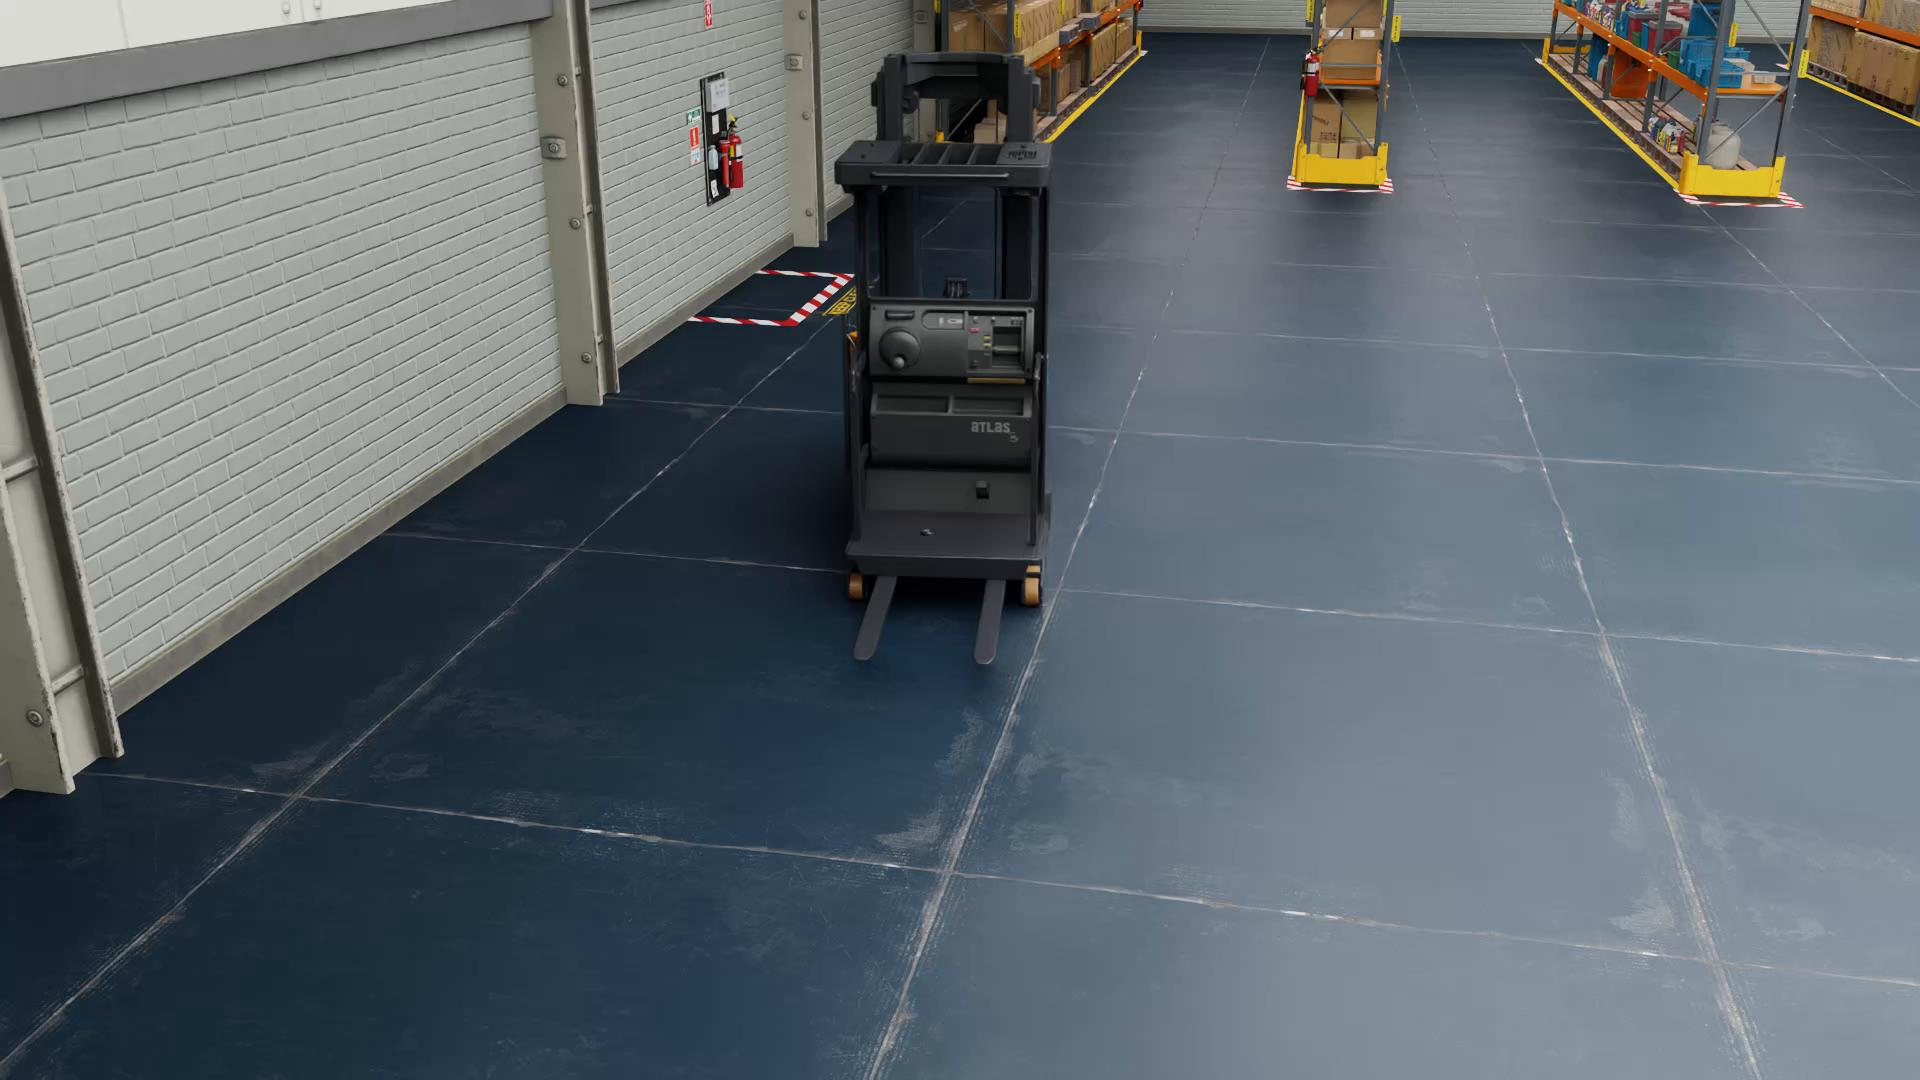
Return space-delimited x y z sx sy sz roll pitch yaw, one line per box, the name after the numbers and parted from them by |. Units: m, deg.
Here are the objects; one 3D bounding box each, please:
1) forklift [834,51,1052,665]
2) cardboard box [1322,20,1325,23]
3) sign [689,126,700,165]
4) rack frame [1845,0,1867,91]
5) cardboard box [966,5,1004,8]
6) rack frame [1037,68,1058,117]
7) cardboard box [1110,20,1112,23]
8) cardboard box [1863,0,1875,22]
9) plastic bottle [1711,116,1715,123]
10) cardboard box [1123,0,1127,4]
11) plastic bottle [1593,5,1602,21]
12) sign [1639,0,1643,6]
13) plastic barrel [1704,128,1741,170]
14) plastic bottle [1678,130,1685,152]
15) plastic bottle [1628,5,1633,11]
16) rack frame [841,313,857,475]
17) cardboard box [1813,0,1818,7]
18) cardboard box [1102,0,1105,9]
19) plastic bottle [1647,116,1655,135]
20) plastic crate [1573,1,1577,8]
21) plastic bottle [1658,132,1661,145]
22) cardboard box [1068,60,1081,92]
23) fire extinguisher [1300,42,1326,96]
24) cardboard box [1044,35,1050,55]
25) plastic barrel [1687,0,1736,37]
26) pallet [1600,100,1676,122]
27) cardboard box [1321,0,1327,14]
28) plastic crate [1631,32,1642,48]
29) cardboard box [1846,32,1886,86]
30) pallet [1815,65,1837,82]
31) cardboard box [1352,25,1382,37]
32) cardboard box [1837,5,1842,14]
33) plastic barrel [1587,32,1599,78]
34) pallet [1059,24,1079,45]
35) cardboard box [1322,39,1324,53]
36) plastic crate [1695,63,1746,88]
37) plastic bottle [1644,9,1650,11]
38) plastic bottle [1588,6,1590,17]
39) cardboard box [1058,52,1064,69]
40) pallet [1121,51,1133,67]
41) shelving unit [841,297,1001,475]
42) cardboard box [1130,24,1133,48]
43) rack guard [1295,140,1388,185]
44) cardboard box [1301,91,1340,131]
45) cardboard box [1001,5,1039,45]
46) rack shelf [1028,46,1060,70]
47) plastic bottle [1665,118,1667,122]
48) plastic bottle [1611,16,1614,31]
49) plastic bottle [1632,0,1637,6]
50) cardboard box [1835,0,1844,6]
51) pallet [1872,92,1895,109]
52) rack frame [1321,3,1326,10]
-0.063 -1.112 9.192 1.130 2.935 3.031 2 22 4 | forklift
5.193 -7.091 22.942 0.380 0.149 0.250 5 23 13 | cardboard box
-2.443 -3.637 15.321 0.001 0.329 0.234 4 22 11 | sign
17.236 -9.844 30.781 1.000 3.000 0.127 4 22 11 | rack frame
0.342 -7.437 23.975 0.500 0.500 0.500 4 22 9 | cardboard box
1.056 -8.051 26.329 1.000 3.000 0.127 4 22 11 | rack frame
3.085 -11.203 36.072 0.380 0.149 0.250 5 22 12 | cardboard box
16.898 -9.741 30.392 0.500 0.500 0.500 5 22 11 | cardboard box
10.867 -5.943 24.053 0.144 0.351 0.185 3 22 8 | plastic bottle
2.970 -11.580 34.689 0.980 0.700 0.700 4 22 10 | cardboard box
11.731 -9.685 30.552 0.152 0.276 0.135 4 22 11 | plastic bottle
12.926 -10.307 31.561 0.100 0.325 0.005 4 22 11 | sign
9.998 -5.120 21.820 0.421 0.512 0.421 0 22 0 | plastic barrel
10.067 -5.564 23.201 0.061 0.283 0.133 4 22 11 | plastic bottle
12.320 -9.678 30.540 0.097 0.271 0.097 0 22 0 | plastic bottle
-0.598 -0.932 11.161 0.500 1.125 0.032 19 29 39 | rack frame
17.554 -10.898 33.734 0.380 0.149 0.250 4 22 10 | cardboard box
2.441 -10.238 31.200 0.500 0.500 0.500 4 22 11 | cardboard box
10.261 -6.151 24.675 0.097 0.271 0.097 0 22 0 | plastic bottle
12.353 -10.552 32.826 0.437 0.125 0.590 4 22 11 | plastic crate
10.065 -5.767 23.816 0.097 0.201 0.097 0 22 0 | plastic bottle
1.777 -8.291 29.682 0.700 0.500 0.500 5 22 12 | cardboard box
4.612 -6.168 21.757 0.296 0.674 0.183 4 22 11 | fire extinguisher
1.059 -7.428 24.955 0.500 0.250 0.500 4 22 11 | cardboard box
11.130 -7.647 24.654 0.600 0.901 0.708 4 22 11 | plastic barrel
11.375 -7.185 27.911 1.003 0.211 1.213 4 22 11 | pallet
6.741 -9.618 29.523 0.700 0.500 0.500 -3 22 -7 | cardboard box
10.834 -7.856 26.128 0.450 0.188 0.662 4 22 11 | plastic crate
17.125 -8.818 30.514 1.225 0.875 0.875 5 22 11 | cardboard box
17.715 -9.270 33.089 1.003 0.211 1.213 4 22 11 | pallet
5.433 -6.783 22.178 0.380 0.149 0.250 4 22 10 | cardboard box
17.187 -10.240 32.101 0.380 0.149 0.250 5 22 12 | cardboard box
12.260 -9.245 31.541 0.600 0.901 0.708 4 22 11 | plastic barrel
1.355 -8.230 27.031 1.003 0.211 1.213 4 22 11 | pallet
5.822 -7.558 24.972 0.700 0.500 0.500 4 22 10 | cardboard box
9.748 -5.970 21.360 0.499 0.251 0.616 4 22 11 | plastic crate
12.259 -9.342 29.700 0.152 0.276 0.135 4 22 11 | plastic bottle
11.842 -9.932 31.172 0.097 0.271 0.097 0 22 0 | plastic bottle
1.499 -8.247 28.568 0.500 0.250 0.500 4 22 11 | cardboard box
3.167 -10.403 35.901 1.003 0.211 1.213 4 22 11 | pallet
-0.254 -1.072 11.509 0.538 1.125 1.048 19 29 39 | shelving unit
3.460 -11.211 36.960 0.700 0.500 0.500 4 22 11 | cardboard box
5.086 -5.044 22.208 1.175 0.500 0.348 4 22 11 | rack guard
5.098 -6.065 23.512 0.500 0.500 0.500 4 22 11 | cardboard box
0.854 -7.396 23.872 0.500 0.500 0.500 4 22 9 | cardboard box
0.648 -6.986 24.647 1.077 0.370 4.000 4 22 11 | rack shelf
10.326 -6.029 24.354 0.061 0.283 0.133 4 22 11 | plastic bottle
11.236 -8.885 28.556 0.061 0.283 0.133 4 22 11 | plastic bottle
12.520 -9.838 30.831 0.144 0.351 0.185 4 22 11 | plastic bottle
17.277 -10.470 32.138 0.500 0.250 0.500 5 22 12 | cardboard box
16.906 -7.815 29.476 1.003 0.211 1.213 4 22 11 | pallet
6.723 -9.138 29.027 1.000 3.000 0.127 4 22 11 | rack frame
